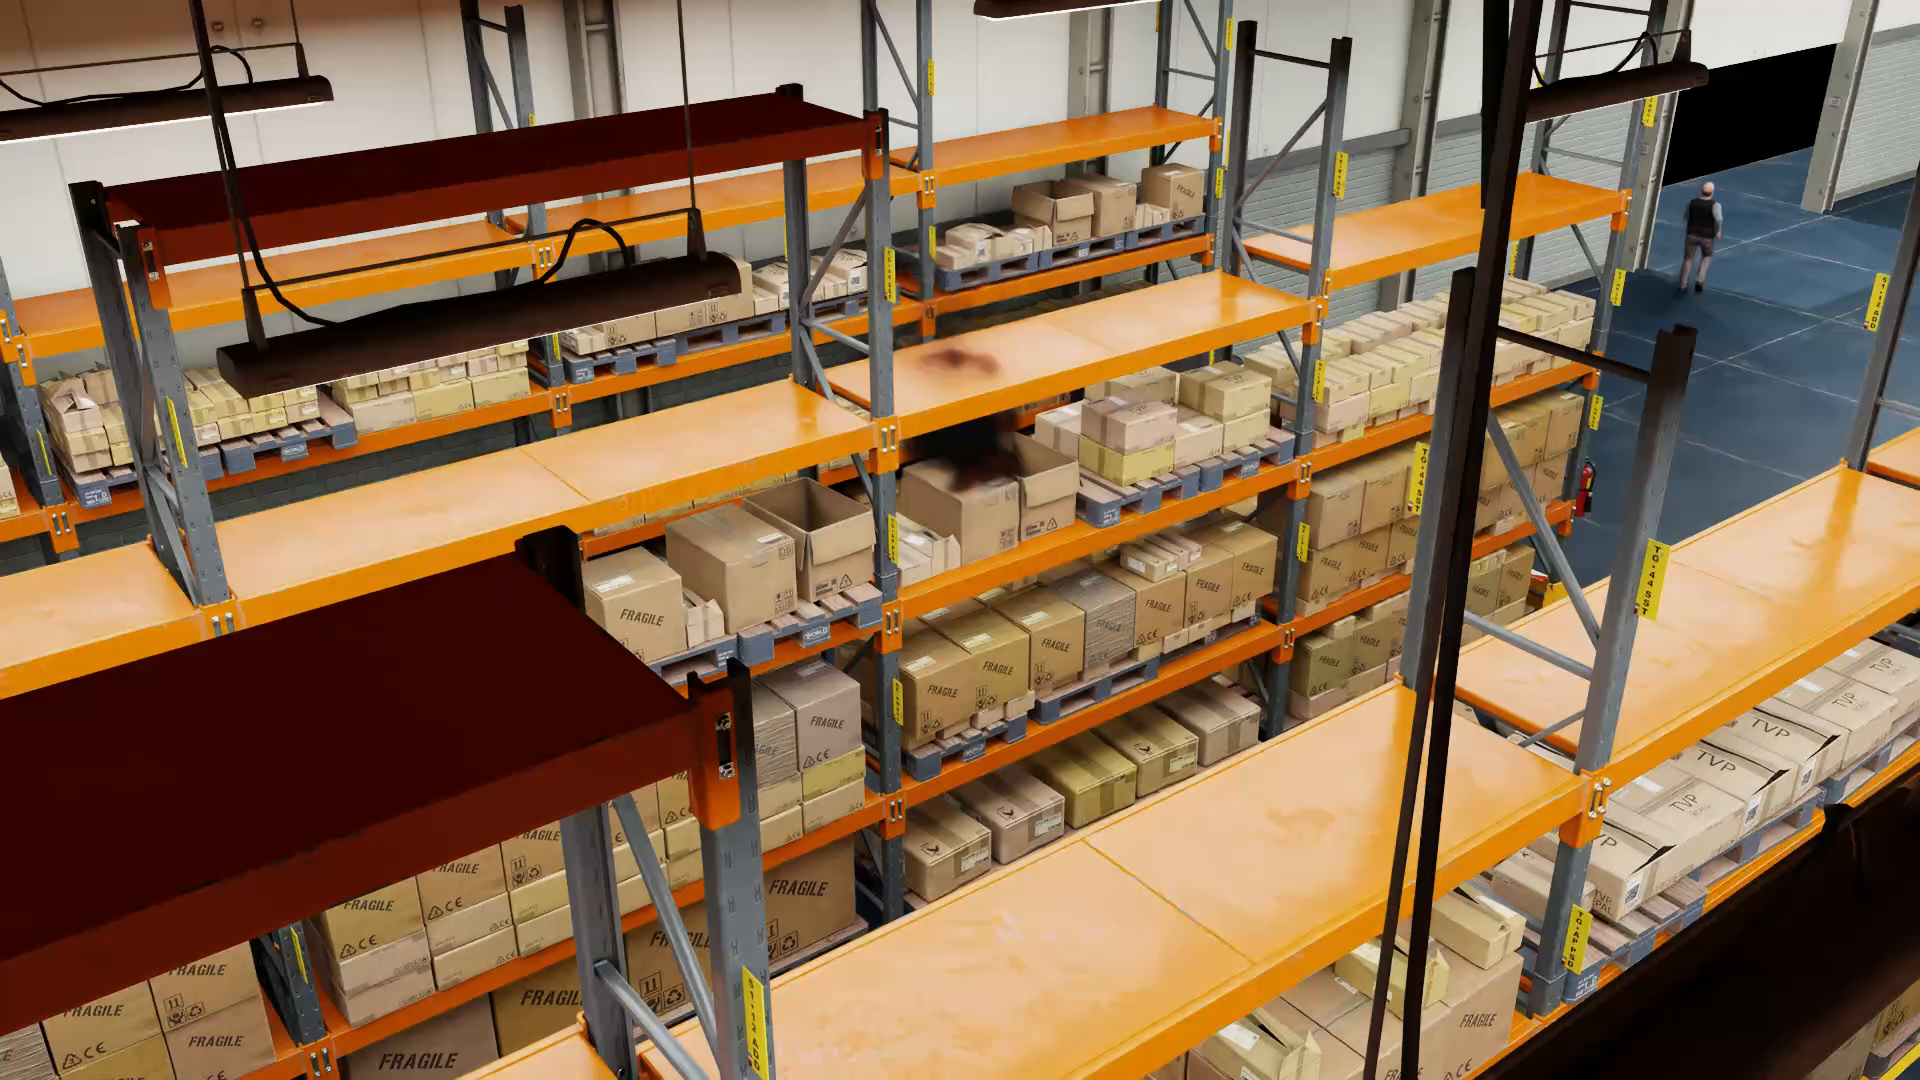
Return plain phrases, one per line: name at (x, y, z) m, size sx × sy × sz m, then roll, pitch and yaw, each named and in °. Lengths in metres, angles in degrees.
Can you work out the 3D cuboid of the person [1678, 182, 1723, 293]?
person at (11.406, -4.631, 25.633) m, size 0.627 × 1.768 × 0.731 m, roll 18°, pitch 31°, yaw 32°
